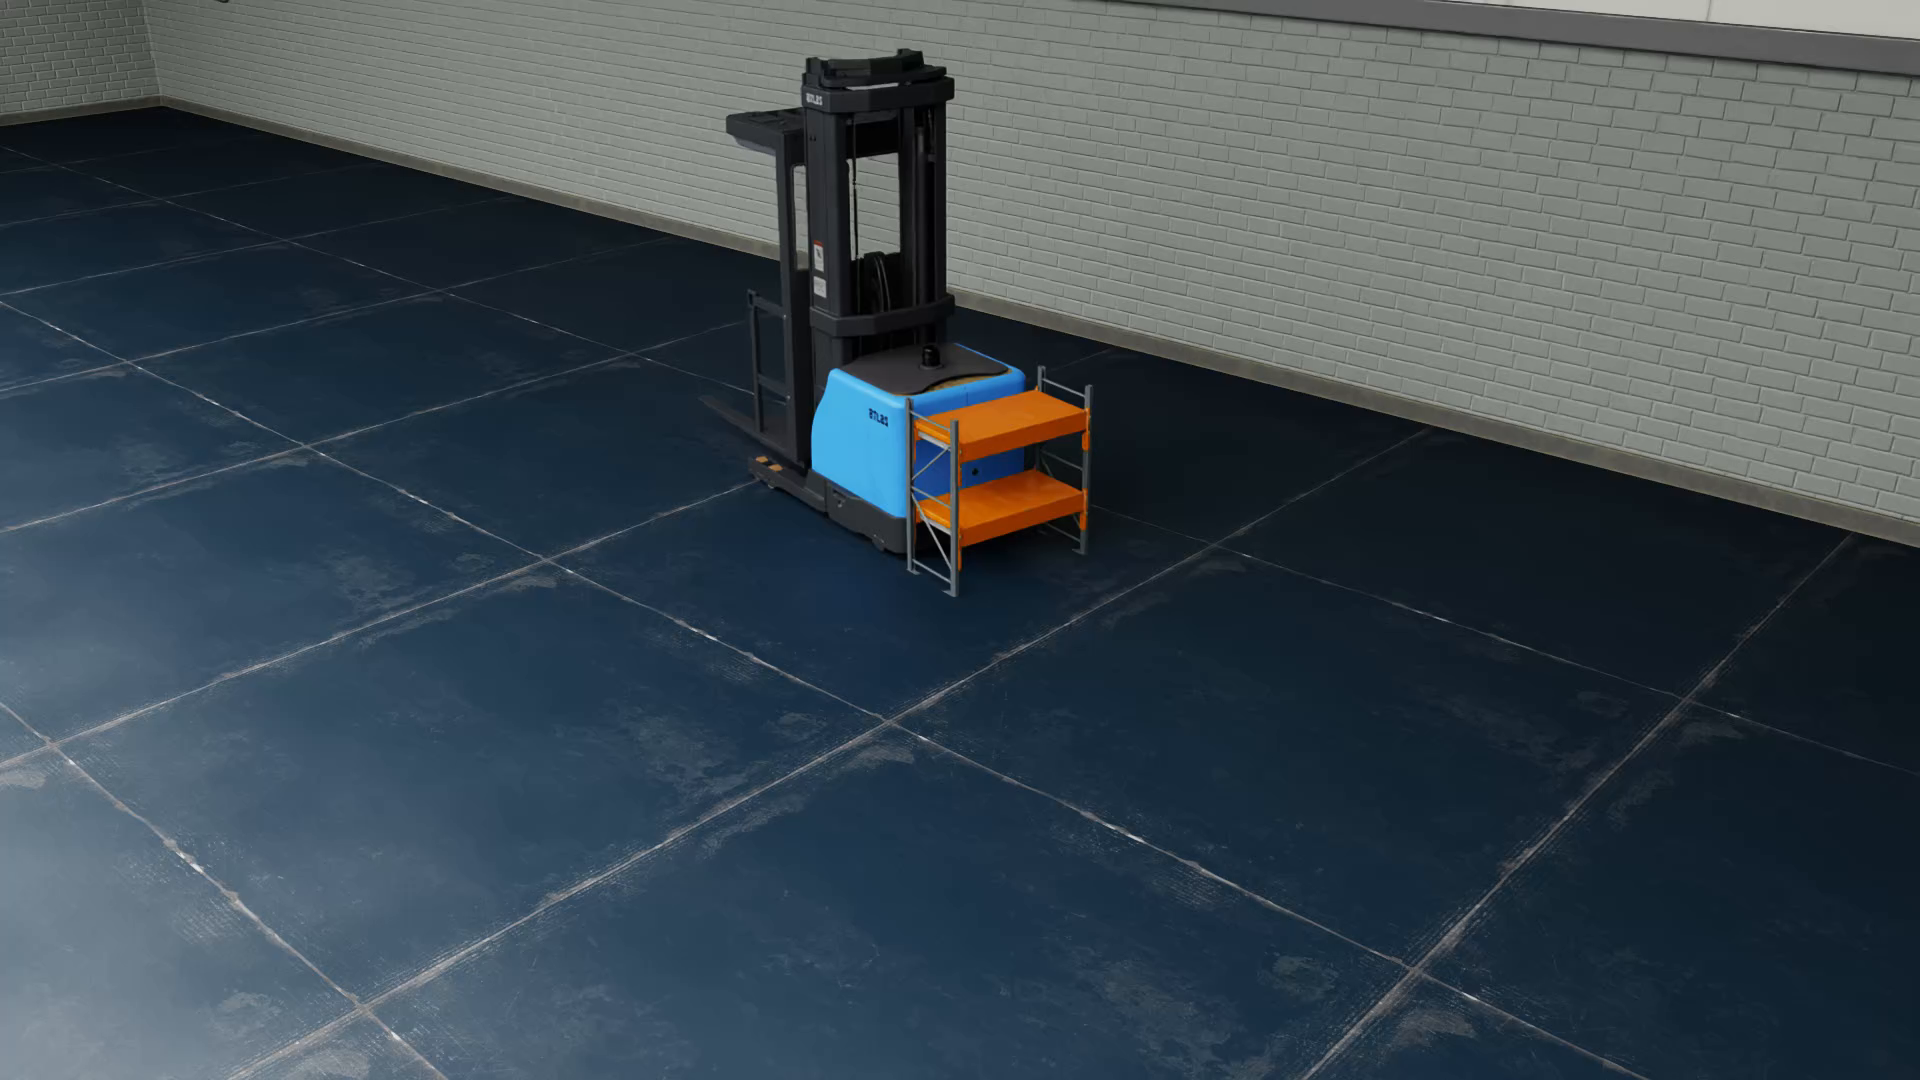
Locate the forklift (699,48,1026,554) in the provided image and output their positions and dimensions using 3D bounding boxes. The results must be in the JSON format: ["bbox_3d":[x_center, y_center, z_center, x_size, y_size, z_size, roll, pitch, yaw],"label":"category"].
[{"bbox_3d":[-0.833,-1.796,11.174,1.130,2.935,3.031,-16,29,-32],"label":"forklift"}]

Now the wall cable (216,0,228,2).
[{"bbox_3d":[-11.295,-9.016,23.655,3.097,2.526,0.112,20,31,38],"label":"wall cable"}]

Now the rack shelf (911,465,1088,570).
[{"bbox_3d":[0.241,-0.151,10.309,1.000,0.278,0.538,-17,29,-33],"label":"rack shelf"}]

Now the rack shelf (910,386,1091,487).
[{"bbox_3d":[0.241,-0.641,10.090,1.000,0.278,0.538,-17,29,-33],"label":"rack shelf"}]

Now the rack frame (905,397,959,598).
[{"bbox_3d":[-0.167,-0.250,9.932,0.032,1.125,0.500,-17,29,-33],"label":"rack frame"}]

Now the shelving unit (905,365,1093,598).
[{"bbox_3d":[0.241,-0.374,10.209,1.048,1.125,0.538,-17,29,-33],"label":"shelving unit"}]

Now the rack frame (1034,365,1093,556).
[{"bbox_3d":[0.648,-0.498,10.487,0.032,1.125,0.500,-17,29,-33],"label":"rack frame"}]
